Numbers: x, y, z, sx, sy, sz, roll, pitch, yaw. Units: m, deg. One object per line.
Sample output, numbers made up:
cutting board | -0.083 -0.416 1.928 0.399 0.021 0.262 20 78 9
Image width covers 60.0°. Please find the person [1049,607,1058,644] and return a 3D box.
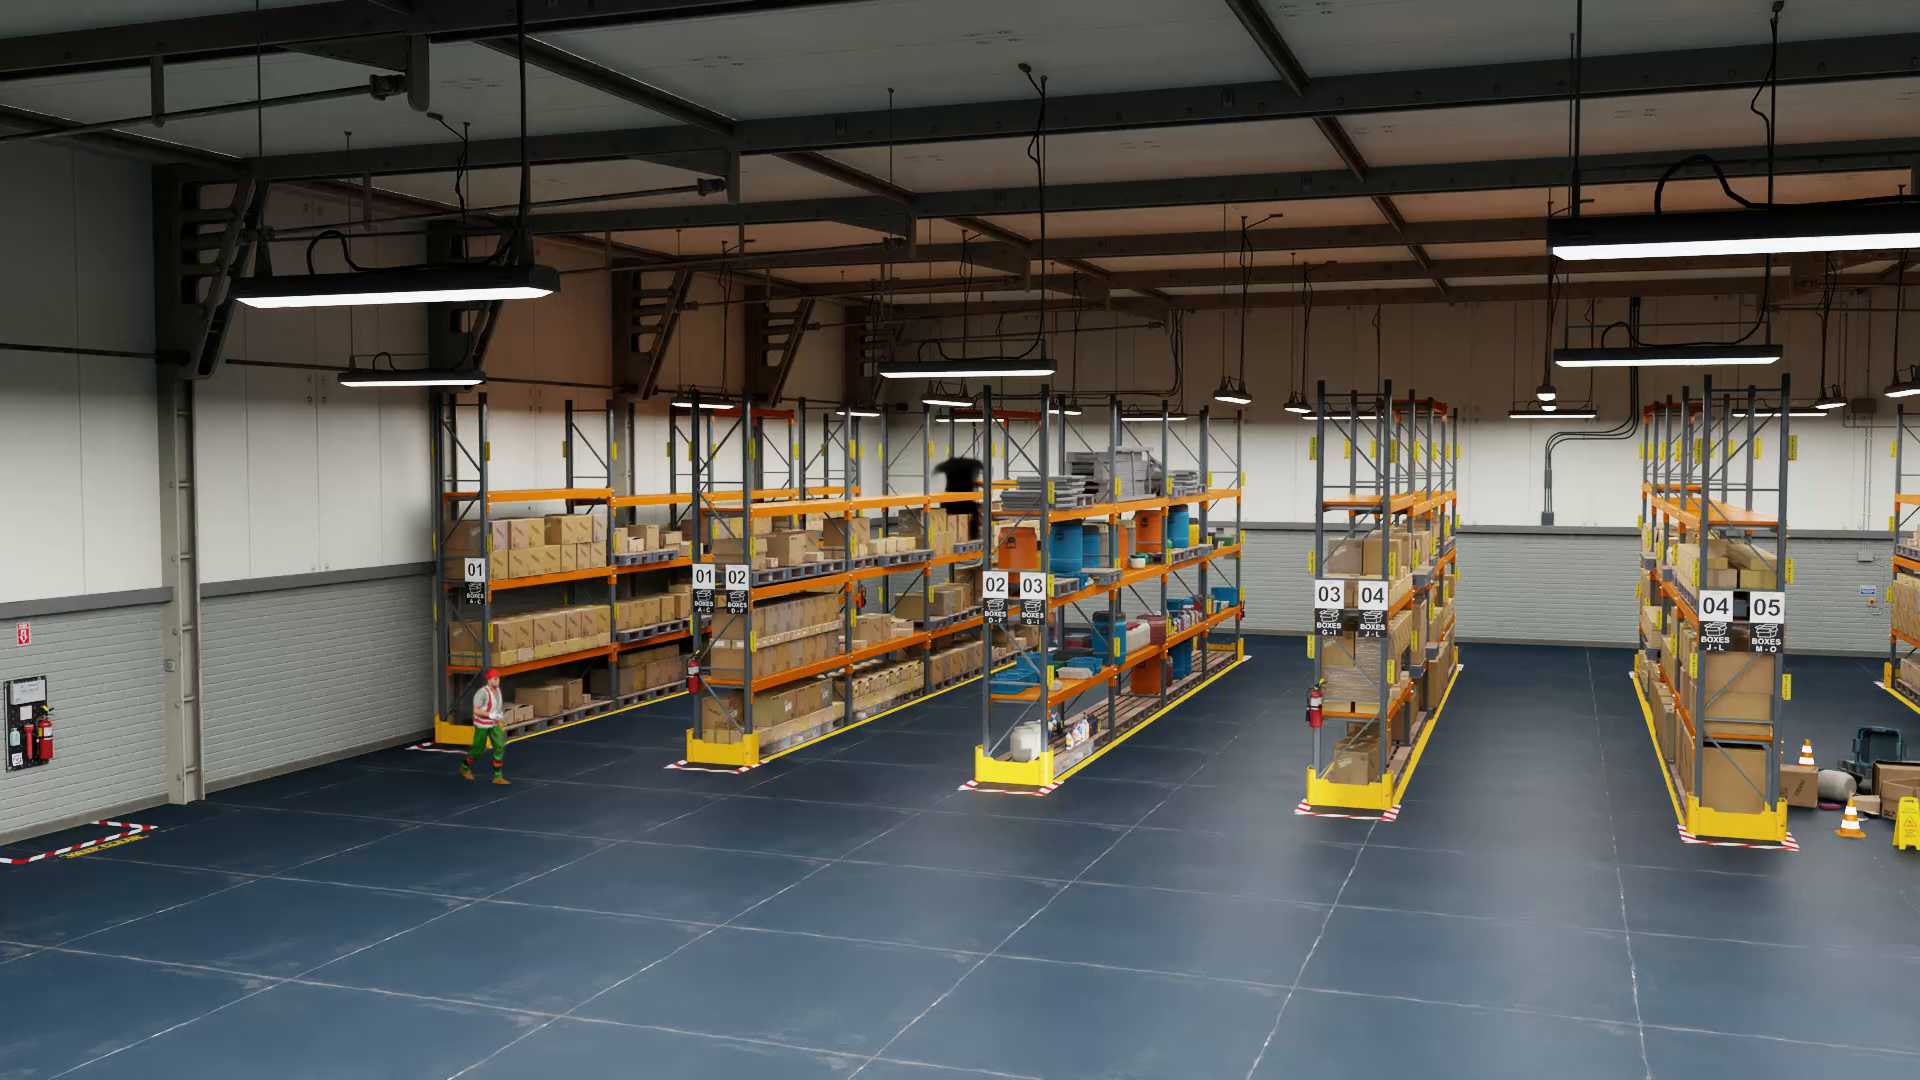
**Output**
person | 2.412 1.876 43.487 0.565 1.646 0.843 -2 3 -29

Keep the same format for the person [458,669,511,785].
person | -7.149 2.794 24.988 0.957 1.755 0.678 2 4 31
